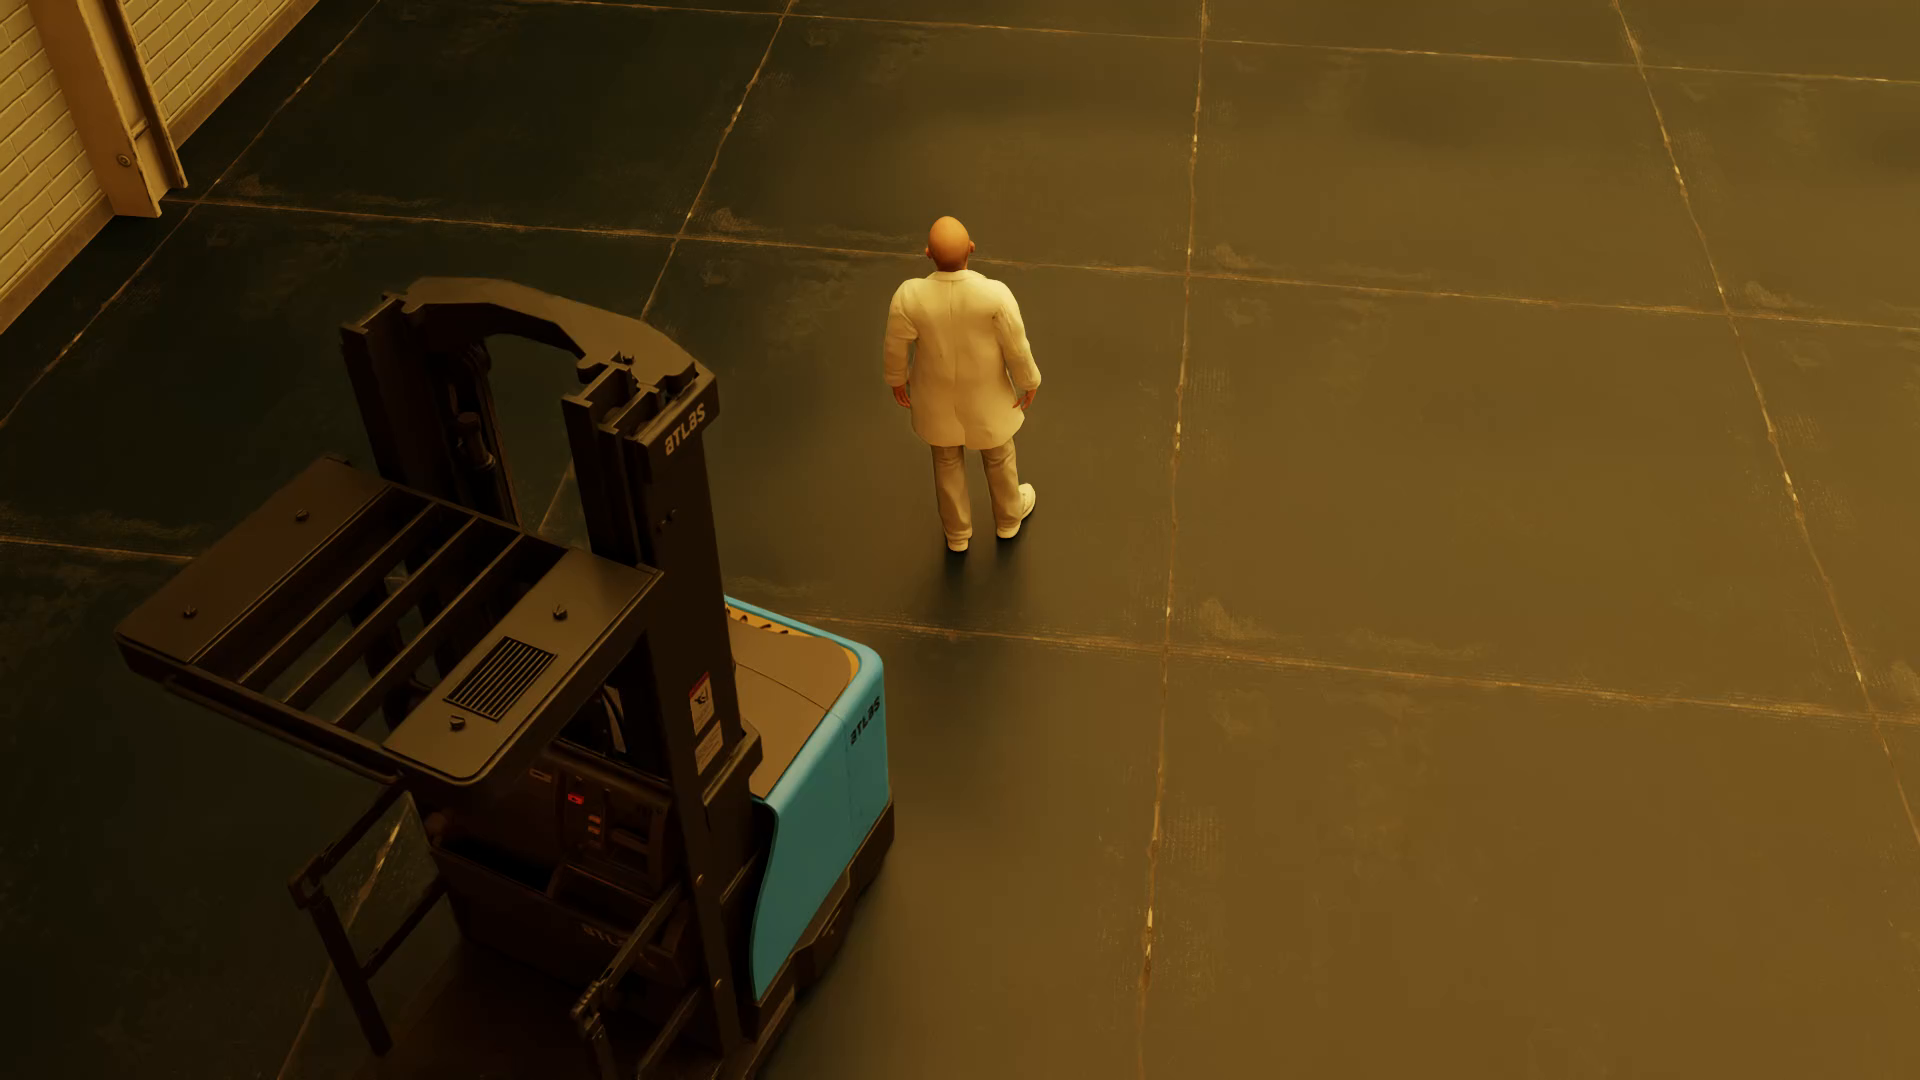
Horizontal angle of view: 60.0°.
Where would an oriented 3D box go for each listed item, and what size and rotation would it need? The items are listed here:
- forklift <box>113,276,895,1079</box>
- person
[{"bbox_3d":[-1.353,0.861,4.787,1.130,2.935,3.031,18,46,19],"label":"forklift"},{"bbox_3d":[0.016,-0.721,7.351,0.698,1.777,0.578,5,43,6],"label":"person"}]
